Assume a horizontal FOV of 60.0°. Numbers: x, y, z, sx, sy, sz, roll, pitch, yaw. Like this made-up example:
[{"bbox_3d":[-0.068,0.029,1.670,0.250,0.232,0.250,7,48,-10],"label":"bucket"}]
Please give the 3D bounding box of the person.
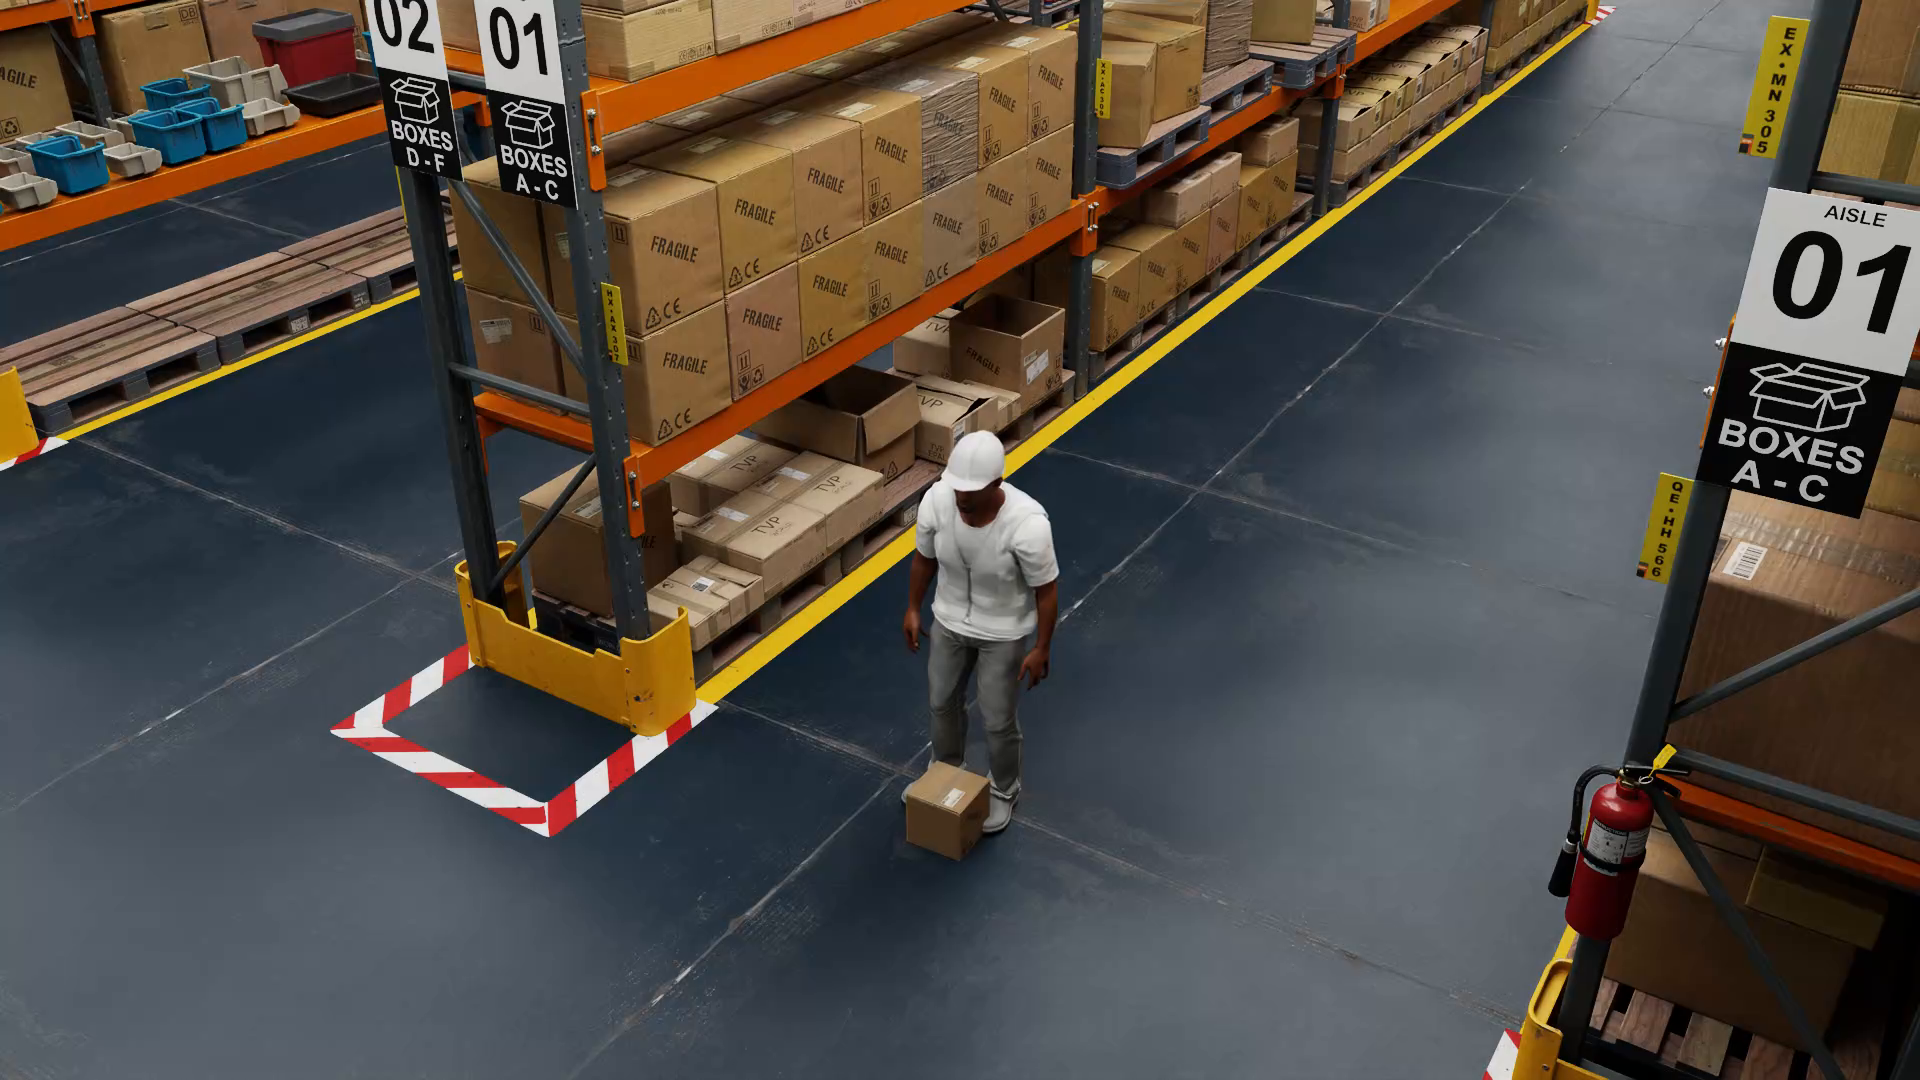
[{"bbox_3d":[0.071,0.347,6.518,0.636,1.761,0.454,16,34,25],"label":"person"}]
